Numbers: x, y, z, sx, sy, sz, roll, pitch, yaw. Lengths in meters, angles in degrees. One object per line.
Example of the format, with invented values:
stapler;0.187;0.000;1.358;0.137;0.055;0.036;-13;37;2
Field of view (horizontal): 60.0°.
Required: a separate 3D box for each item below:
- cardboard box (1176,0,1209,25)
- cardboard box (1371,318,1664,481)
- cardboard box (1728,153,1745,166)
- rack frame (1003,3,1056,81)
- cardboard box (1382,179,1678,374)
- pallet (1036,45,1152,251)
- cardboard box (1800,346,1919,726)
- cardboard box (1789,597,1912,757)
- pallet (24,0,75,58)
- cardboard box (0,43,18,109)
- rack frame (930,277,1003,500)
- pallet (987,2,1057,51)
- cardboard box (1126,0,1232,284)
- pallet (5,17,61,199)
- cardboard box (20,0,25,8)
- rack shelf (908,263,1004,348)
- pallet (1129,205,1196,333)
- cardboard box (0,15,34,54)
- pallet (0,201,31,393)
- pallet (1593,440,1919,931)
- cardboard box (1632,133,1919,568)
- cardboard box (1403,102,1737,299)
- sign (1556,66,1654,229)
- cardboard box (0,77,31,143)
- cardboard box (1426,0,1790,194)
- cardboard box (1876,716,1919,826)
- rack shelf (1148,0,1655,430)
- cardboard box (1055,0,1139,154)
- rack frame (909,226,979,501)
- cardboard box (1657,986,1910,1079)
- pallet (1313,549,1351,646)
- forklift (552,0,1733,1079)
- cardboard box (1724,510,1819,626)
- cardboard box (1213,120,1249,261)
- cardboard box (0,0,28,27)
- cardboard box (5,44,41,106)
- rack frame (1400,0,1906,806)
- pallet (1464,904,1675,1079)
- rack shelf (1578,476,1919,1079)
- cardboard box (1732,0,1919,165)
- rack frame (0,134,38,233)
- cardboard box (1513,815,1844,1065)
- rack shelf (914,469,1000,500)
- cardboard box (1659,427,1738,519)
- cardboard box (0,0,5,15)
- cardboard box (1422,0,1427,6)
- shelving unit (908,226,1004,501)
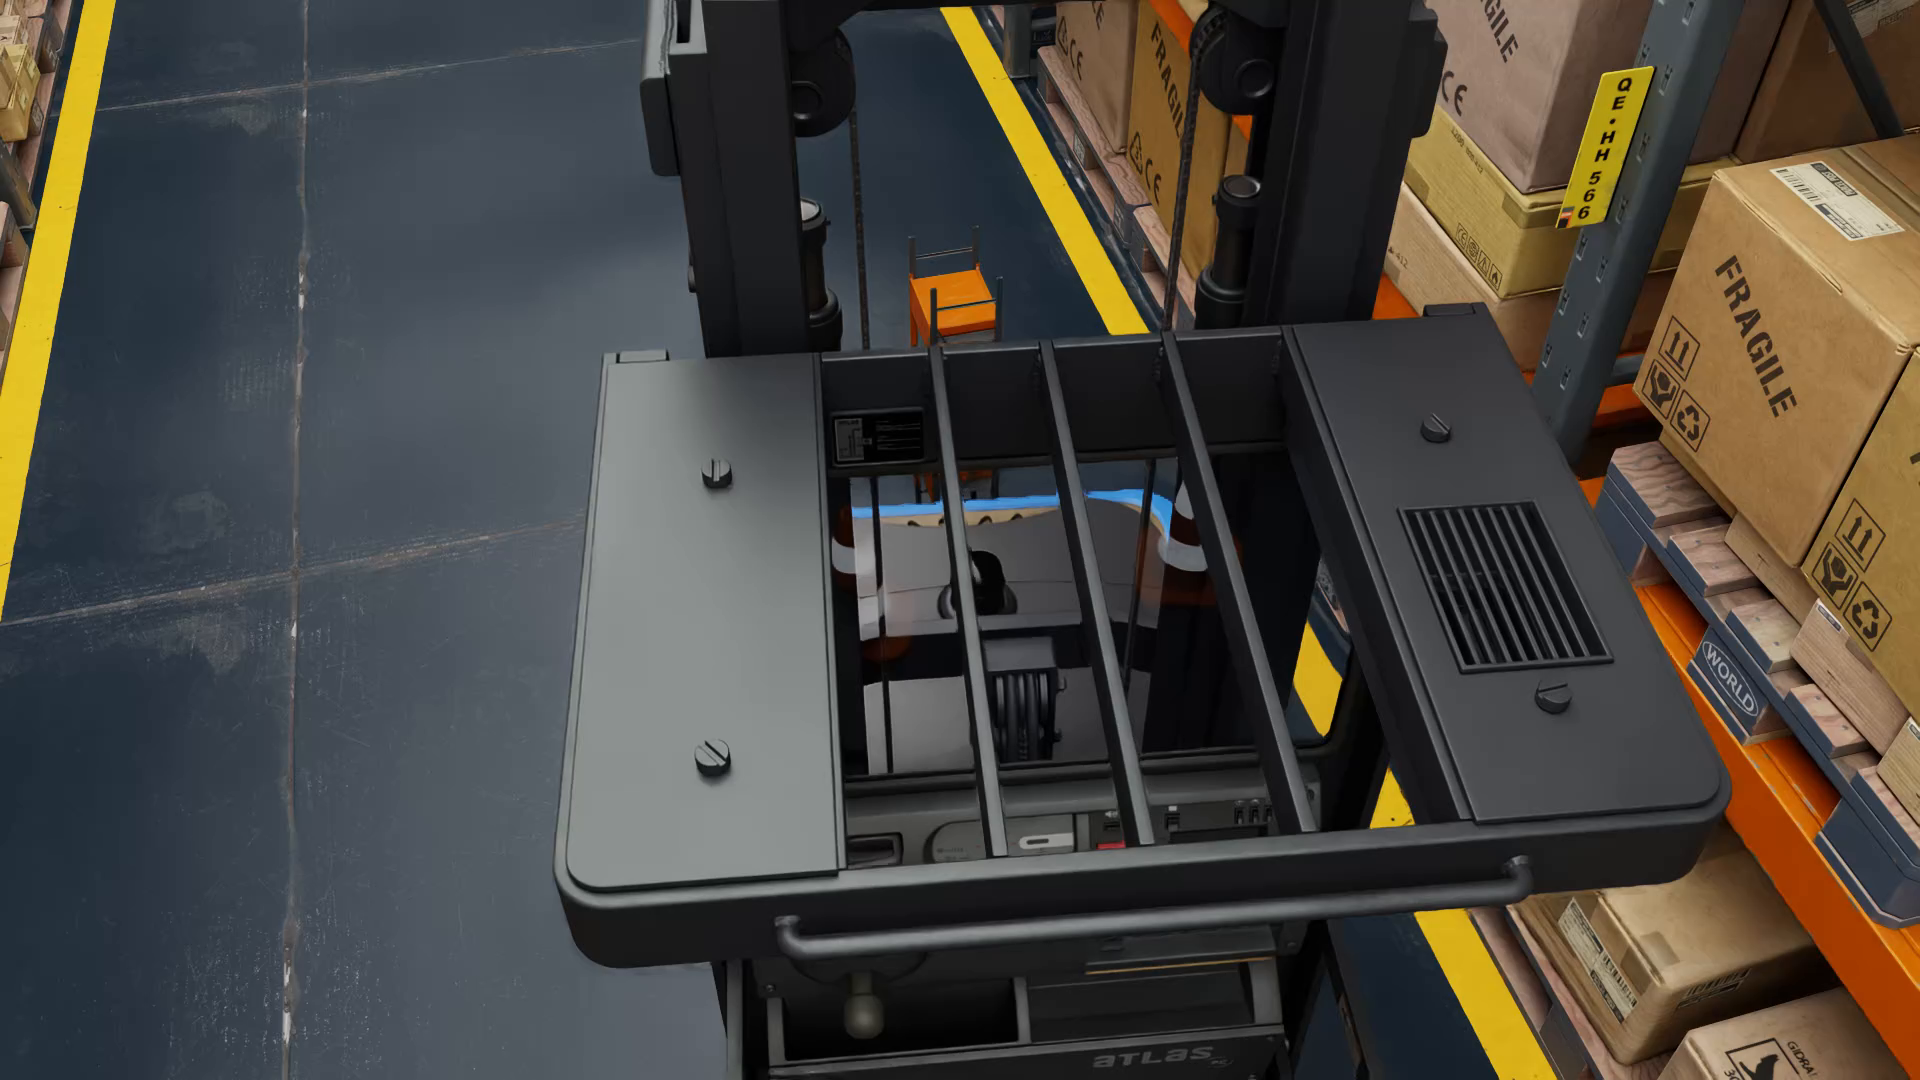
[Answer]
cardboard box;0.912;-1.706;4.926;0.500;0.250;0.500;-11;47;-11
cardboard box;1.613;-0.305;4.642;0.875;0.875;0.875;-11;47;-11
cardboard box;1.819;-0.927;3.813;0.500;0.250;0.500;-11;47;-11
rack frame;0.686;-3.171;6.257;1.000;3.000;0.127;-11;47;-10
cardboard box;1.329;-0.658;3.900;0.500;0.250;0.500;-12;47;-12
pallet;0.956;-1.676;6.745;1.003;0.211;1.213;-11;47;-10
cardboard box;1.742;0.016;2.562;0.500;0.500;0.500;-9;46;-8
cardboard box;1.679;0.189;2.847;0.380;0.149;0.250;-14;47;-13
pallet;-4.595;-2.521;7.573;1.003;0.211;1.213;-11;47;-10
cardboard box;-3.857;-1.758;6.367;0.380;0.149;0.250;-9;46;-8
rack frame;0.018;-0.320;4.829;0.200;1.050;0.008;-11;47;-10
pallet;0.567;-2.734;7.782;1.003;0.211;1.213;-11;47;-10
cardboard box;1.161;-1.539;5.851;0.875;0.875;0.875;-9;46;-9
pallet;-4.280;-1.677;6.746;1.003;0.211;1.213;-11;47;-10
cardboard box;-4.254;-2.347;7.152;0.380;0.149;0.250;-13;47;-12
rack shelf;-0.014;-0.596;4.716;0.215;0.259;0.240;-11;47;-10
pallet;1.272;-0.832;5.918;1.003;0.211;1.213;-11;47;-10
cardboard box;-4.038;-2.001;6.813;0.380;0.149;0.250;-11;47;-11
pallet;-3.873;-0.683;5.771;1.003;0.211;1.213;-11;47;-10
pallet;1.995;0.130;3.156;1.213;0.211;1.003;-11;47;-10
cardboard box;1.601;-0.342;2.913;0.500;0.500;0.500;-12;47;-11
cardboard box;1.340;-0.820;3.708;0.500;0.250;0.500;-11;47;-10
sign;1.174;-0.711;3.036;0.100;0.325;0.005;-11;47;-10
cardboard box;-3.856;-1.655;6.474;0.380;0.149;0.250;-13;47;-12
cardboard box;1.325;-1.103;3.461;0.500;0.500;0.500;-12;47;-11
cardboard box;1.729;0.382;2.657;0.380;0.149;0.250;-10;47;-10
rack shelf;1.198;-1.538;5.161;1.077;0.370;4.000;-11;47;-10
cardboard box;0.922;-2.161;6.461;0.875;0.875;0.875;-9;46;-9
rack frame;-0.045;-0.489;4.994;0.200;1.050;0.008;-11;47;-10
cardboard box;2.041;1.263;3.457;0.950;0.372;0.625;-12;47;-11
pallet;1.581;0.009;5.094;1.003;0.211;1.213;-11;47;-10
forklift;0.140;0.677;2.534;1.130;2.935;3.031;-4;46;-4
cardboard box;1.653;-0.009;3.040;0.380;0.149;0.250;-13;47;-13
cardboard box;1.389;-0.921;5.246;0.875;0.875;0.875;-10;46;-10
cardboard box;-4.151;-2.167;6.976;0.380;0.149;0.250;-12;47;-11
cardboard box;-3.924;-1.839;6.654;0.380;0.149;0.250;-9;46;-9
rack frame;1.710;-0.409;3.551;1.000;3.000;0.127;-11;47;-10
pallet;1.908;1.107;4.018;1.003;0.211;1.213;-11;47;-10
rack shelf;2.222;1.223;2.455;1.077;0.370;4.000;-11;47;-10
cardboard box;1.820;-1.179;3.536;0.500;0.500;0.500;-12;47;-12
rack frame;-4.073;-2.196;5.302;1.000;3.000;0.127;-11;47;-10
cardboard box;1.845;0.755;3.955;0.950;0.372;0.625;-14;47;-13
rack shelf;-0.014;-0.202;5.117;0.215;0.259;0.240;-11;47;-10
cardboard box;1.613;-0.210;3.237;0.380;0.149;0.250;-13;47;-13
cardboard box;-4.172;-2.265;6.863;0.380;0.149;0.250;-13;47;-12
cardboard box;1.185;-1.456;3.807;0.500;0.500;0.500;-10;46;-10
shelving unit;-0.014;-0.404;4.911;0.215;1.050;0.252;-11;47;-10
